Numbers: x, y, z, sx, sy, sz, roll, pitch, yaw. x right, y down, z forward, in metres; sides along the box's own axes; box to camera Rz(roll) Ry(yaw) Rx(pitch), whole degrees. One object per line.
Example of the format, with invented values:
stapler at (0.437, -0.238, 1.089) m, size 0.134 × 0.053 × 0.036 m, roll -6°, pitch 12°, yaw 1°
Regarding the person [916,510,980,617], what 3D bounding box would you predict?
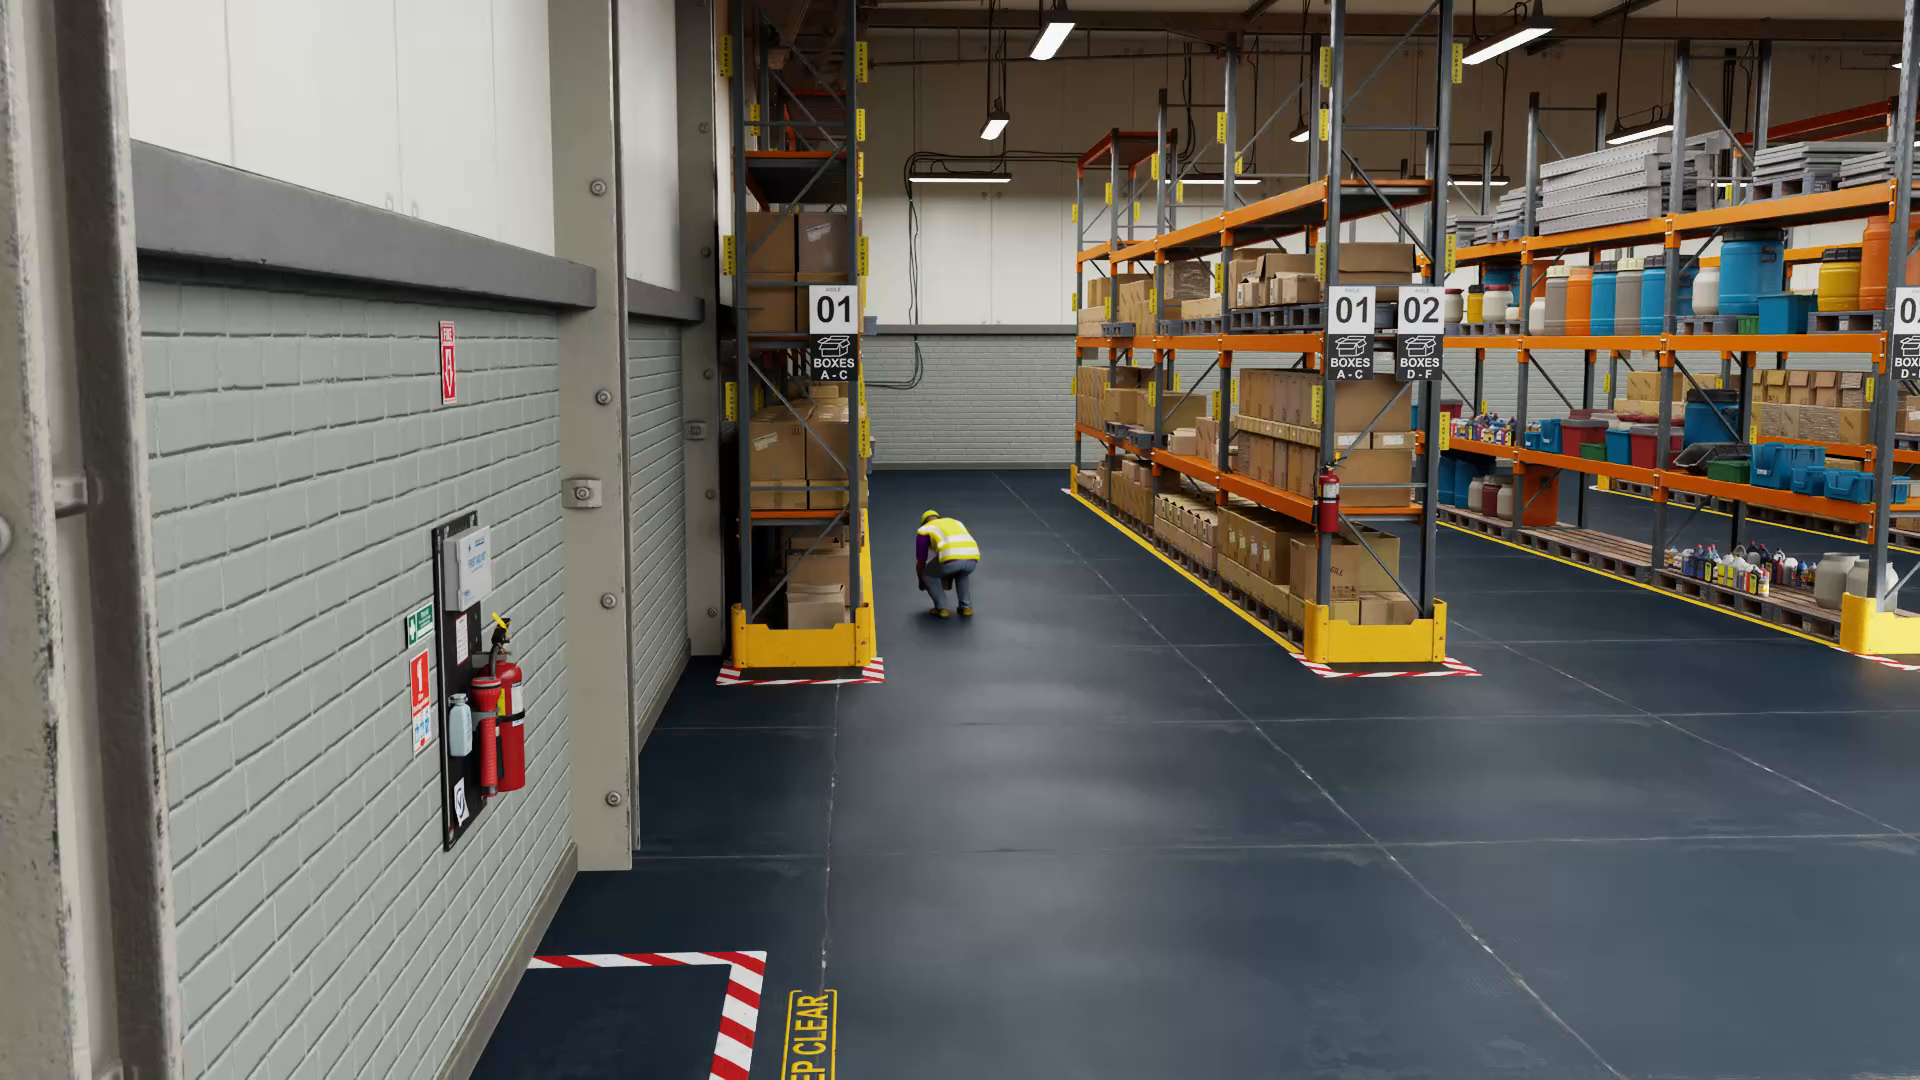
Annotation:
person at (-0.156, 0.237, 16.871) m, size 0.532 × 1.011 × 0.927 m, roll -3°, pitch 7°, yaw -22°
